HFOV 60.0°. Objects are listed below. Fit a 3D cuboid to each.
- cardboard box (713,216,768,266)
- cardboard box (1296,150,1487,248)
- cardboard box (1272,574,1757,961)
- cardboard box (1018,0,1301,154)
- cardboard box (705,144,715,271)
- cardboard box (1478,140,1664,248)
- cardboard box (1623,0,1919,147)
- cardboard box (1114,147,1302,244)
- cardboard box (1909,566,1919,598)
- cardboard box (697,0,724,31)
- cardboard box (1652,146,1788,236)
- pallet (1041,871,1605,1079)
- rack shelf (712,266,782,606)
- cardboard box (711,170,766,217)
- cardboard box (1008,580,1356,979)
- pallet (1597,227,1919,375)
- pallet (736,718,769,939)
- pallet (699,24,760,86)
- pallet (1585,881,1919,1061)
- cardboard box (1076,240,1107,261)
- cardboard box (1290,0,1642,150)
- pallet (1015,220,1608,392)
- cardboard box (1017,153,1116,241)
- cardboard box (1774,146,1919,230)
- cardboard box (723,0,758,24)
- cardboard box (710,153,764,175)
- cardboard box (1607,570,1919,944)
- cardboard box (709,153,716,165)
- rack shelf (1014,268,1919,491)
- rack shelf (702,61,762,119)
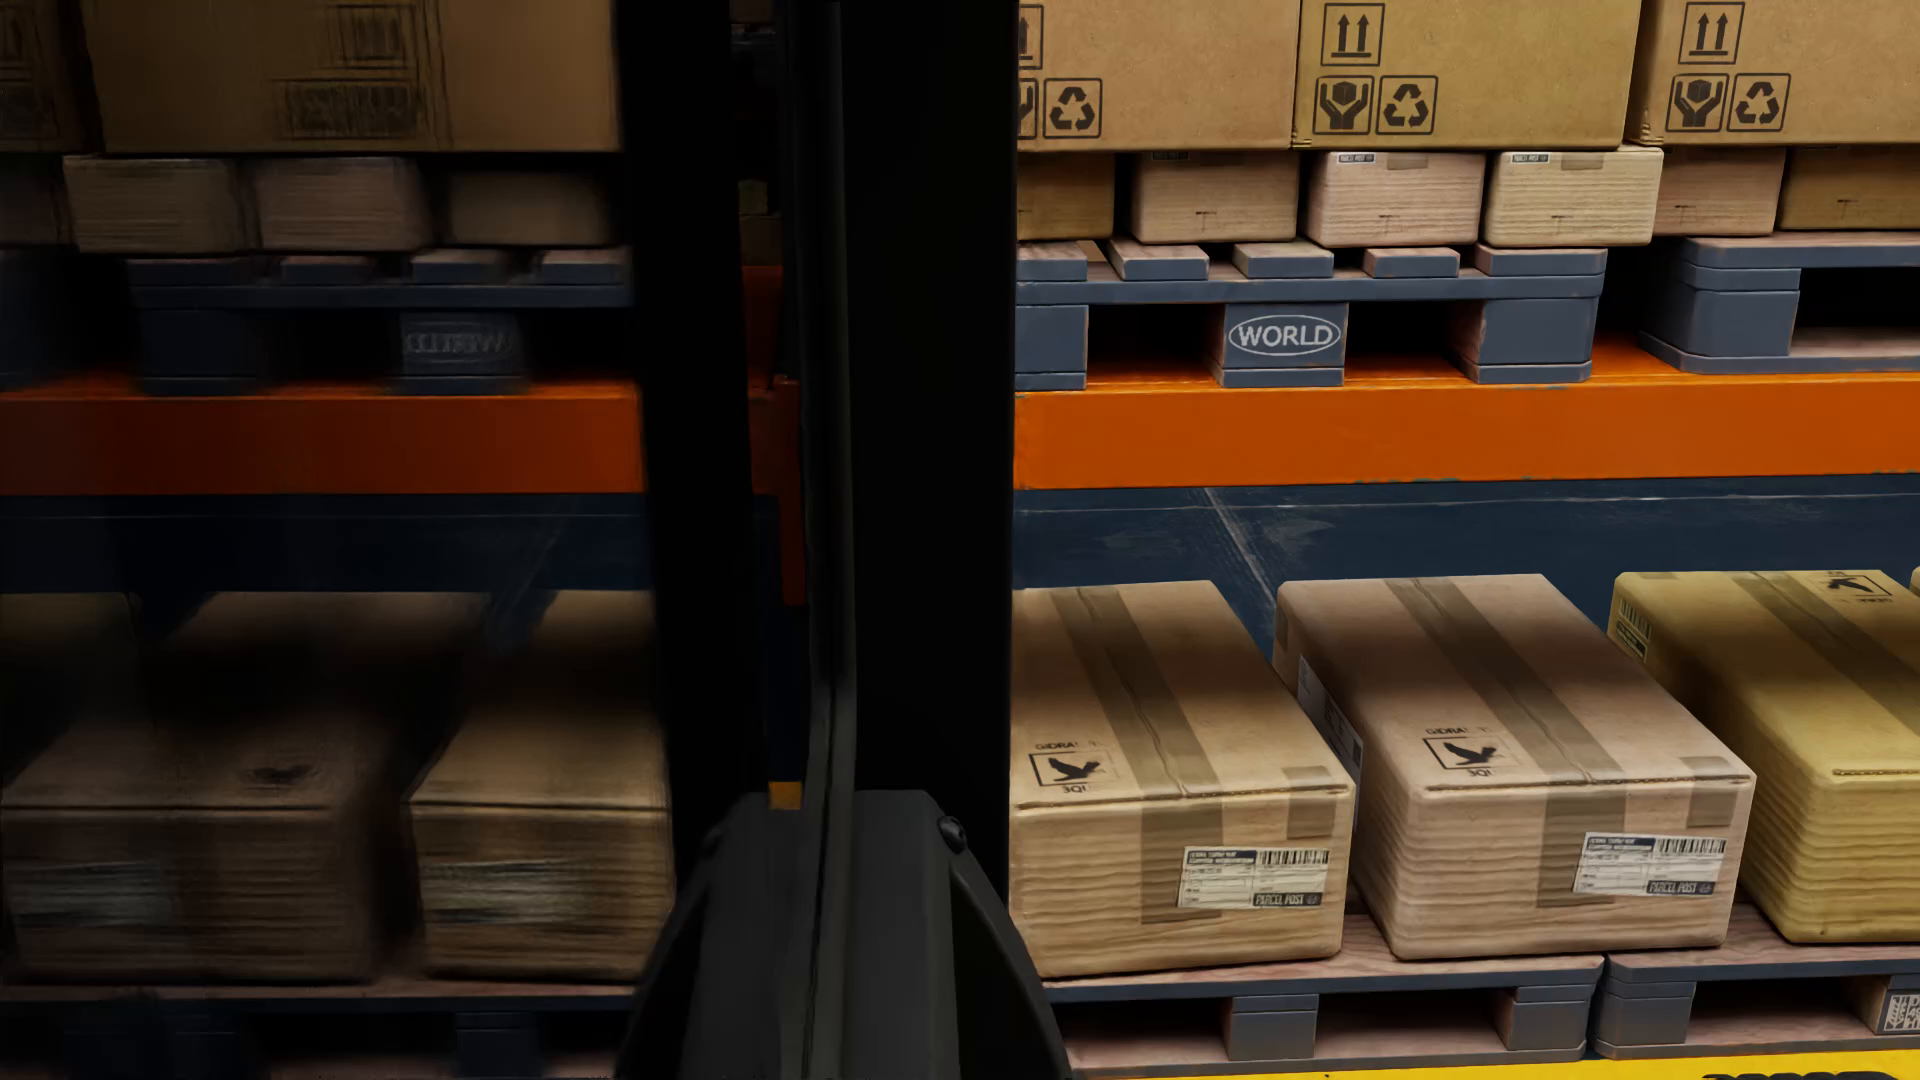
[{"bbox_3d":[-0.935,-1.292,7.721,0.500,0.500,0.500,-1,21,-1],"label":"cardboard box"},{"bbox_3d":[0.657,-0.588,2.712,0.250,0.149,0.380,-3,21,-7],"label":"cardboard box"},{"bbox_3d":[1.062,0.421,3.403,0.625,0.372,0.950,-2,21,-4],"label":"cardboard box"},{"bbox_3d":[0.224,-0.894,2.605,0.500,0.500,0.500,-2,21,-5],"label":"cardboard box"},{"bbox_3d":[-0.741,-0.595,3.178,0.500,0.250,0.500,-2,21,-4],"label":"cardboard box"},{"bbox_3d":[0.932,-0.586,2.707,0.250,0.149,0.380,-1,21,-3],"label":"cardboard box"},{"bbox_3d":[1.274,-0.921,2.674,0.500,0.500,0.500,-1,21,-2],"label":"cardboard box"},{"bbox_3d":[0.381,-0.599,2.740,0.250,0.149,0.380,-2,21,-6],"label":"cardboard box"},{"bbox_3d":[2.514,0.392,3.477,0.625,0.372,0.950,0,21,0],"label":"cardboard box"},{"bbox_3d":[-1.159,-2.278,7.151,0.250,0.149,0.380,-1,21,-2],"label":"cardboard box"},{"bbox_3d":[1.169,-0.619,2.793,0.250,0.149,0.380,0,21,0],"label":"cardboard box"},{"bbox_3d":[0.542,0.702,3.479,1.213,0.211,1.003,-1,21,-3],"label":"pallet"},{"bbox_3d":[-2.235,-0.209,2.964,4.000,0.370,1.077,-1,21,-3],"label":"rack shelf"},{"bbox_3d":[-1.004,-1.580,7.566,0.250,0.149,0.380,-2,21,-6],"label":"cardboard box"},{"bbox_3d":[0.326,0.438,3.357,0.625,0.372,0.950,-3,21,-7],"label":"cardboard box"},{"bbox_3d":[1.736,-0.551,3.121,1.213,0.211,1.003,-1,21,-3],"label":"pallet"},{"bbox_3d":[-1.030,0.707,3.467,1.213,0.211,1.003,-1,21,-3],"label":"pallet"},{"bbox_3d":[-1.198,-2.220,7.506,1.003,0.211,1.213,-1,21,-3],"label":"pallet"},{"bbox_3d":[1.757,0.679,3.542,1.213,0.211,1.003,-1,21,-3],"label":"pallet"},{"bbox_3d":[0.750,-1.459,7.984,0.625,0.625,0.875,0,21,-1],"label":"cardboard box"},{"bbox_3d":[0.744,-0.907,2.640,0.500,0.500,0.500,0,21,0],"label":"cardboard box"},{"bbox_3d":[0.467,-0.548,3.114,1.003,0.211,1.213,-1,21,-3],"label":"pallet"},{"bbox_3d":[0.097,-0.605,2.757,0.250,0.149,0.380,-2,21,-6],"label":"cardboard box"},{"bbox_3d":[1.448,-0.638,2.845,0.250,0.149,0.380,0,21,-1],"label":"cardboard box"},{"bbox_3d":[-1.048,-2.637,7.600,0.500,0.500,0.500,0,21,-1],"label":"cardboard box"},{"bbox_3d":[-1.064,-1.780,8.092,0.250,0.149,0.380,0,21,0],"label":"cardboard box"},{"bbox_3d":[1.820,0.407,3.439,0.625,0.372,0.950,0,21,-1],"label":"cardboard box"},{"bbox_3d":[-1.331,-1.784,8.102,0.250,0.149,0.380,-1,21,-1],"label":"cardboard box"},{"bbox_3d":[1.758,-0.290,3.178,4.000,0.370,1.077,-1,21,-3],"label":"rack shelf"},{"bbox_3d":[-2.522,-1.972,7.595,4.000,0.370,1.077,-1,21,-3],"label":"rack shelf"}]
